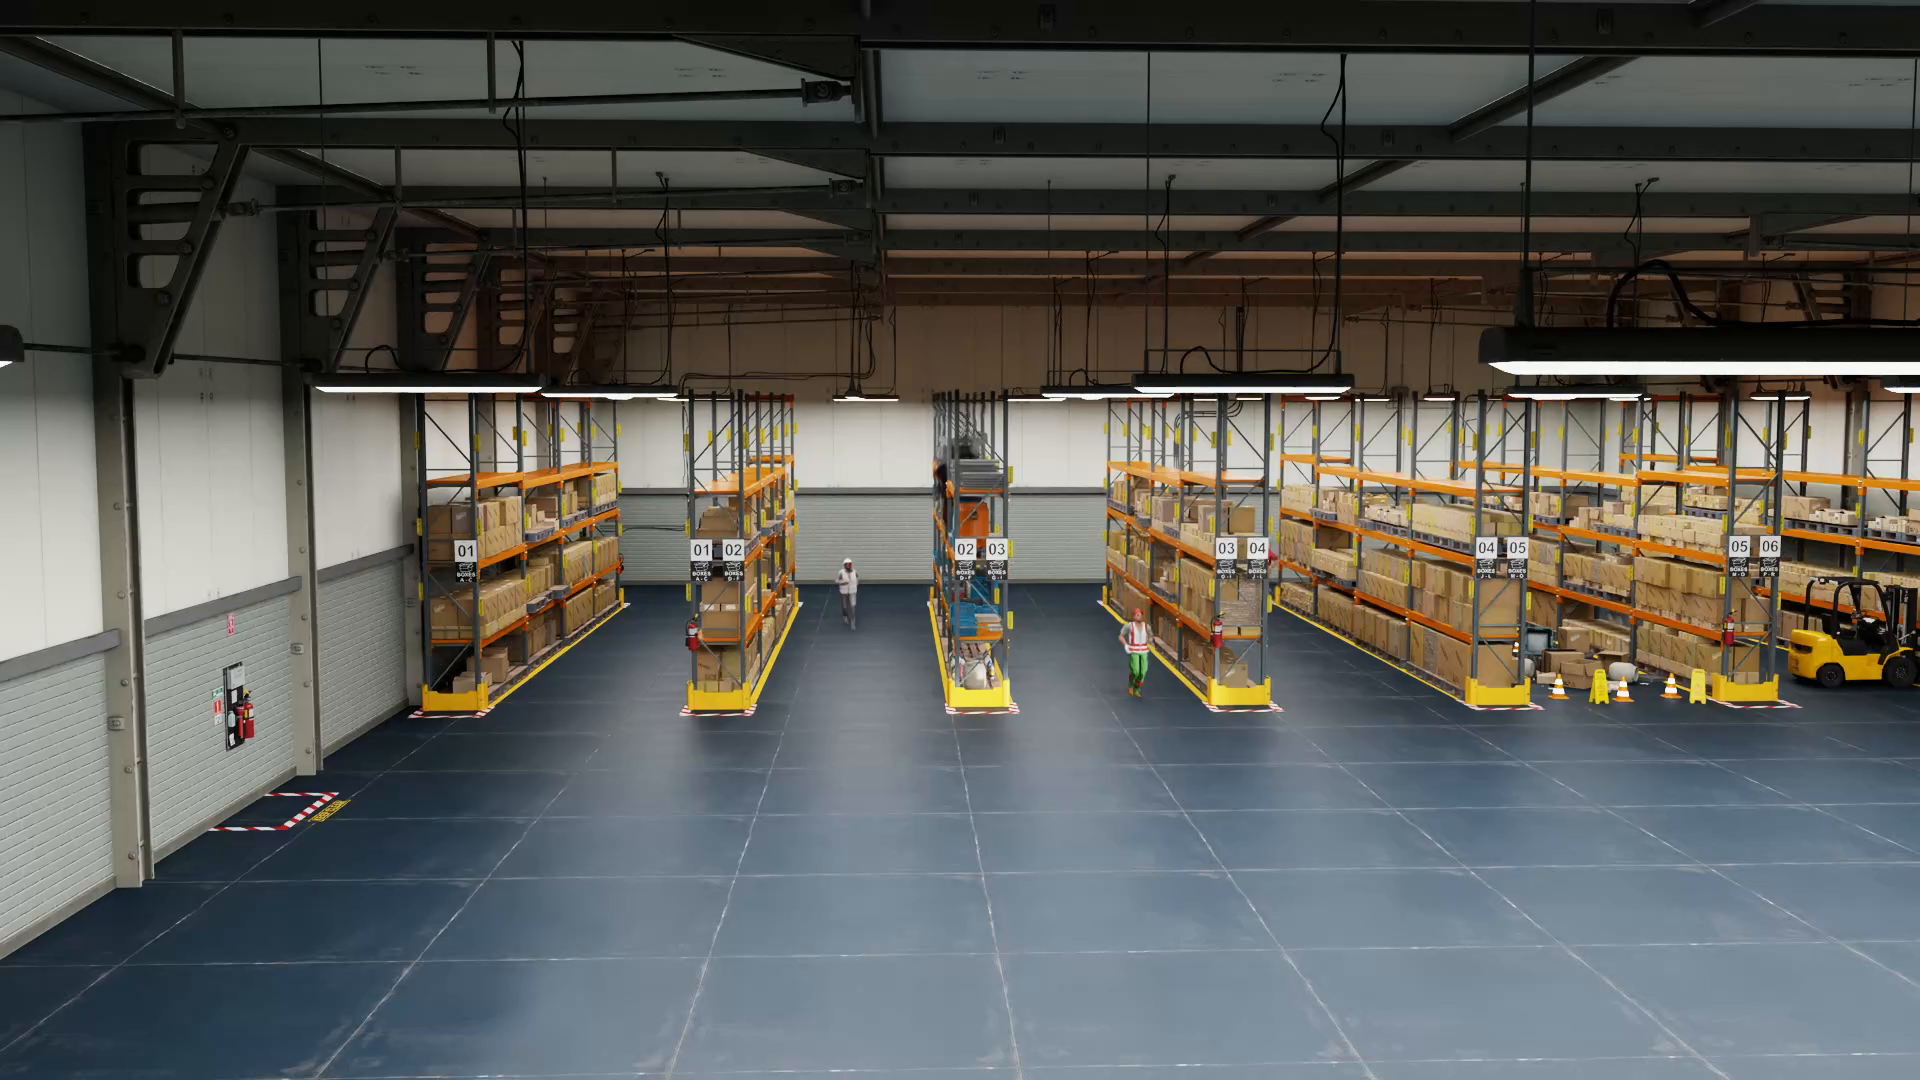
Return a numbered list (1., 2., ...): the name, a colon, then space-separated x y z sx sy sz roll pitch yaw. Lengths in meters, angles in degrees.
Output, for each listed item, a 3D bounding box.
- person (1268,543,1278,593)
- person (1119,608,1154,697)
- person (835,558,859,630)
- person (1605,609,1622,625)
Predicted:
1. person: 8.926 0.921 48.566 0.739 1.706 0.722 -2 5 -28
2. person: 3.476 2.204 32.344 0.649 1.740 0.579 -1 5 -13
3. person: -2.896 1.373 42.678 0.624 1.822 1.009 -1 5 -7
4. person: 16.187 1.535 41.101 0.546 1.655 0.608 0 5 -3
